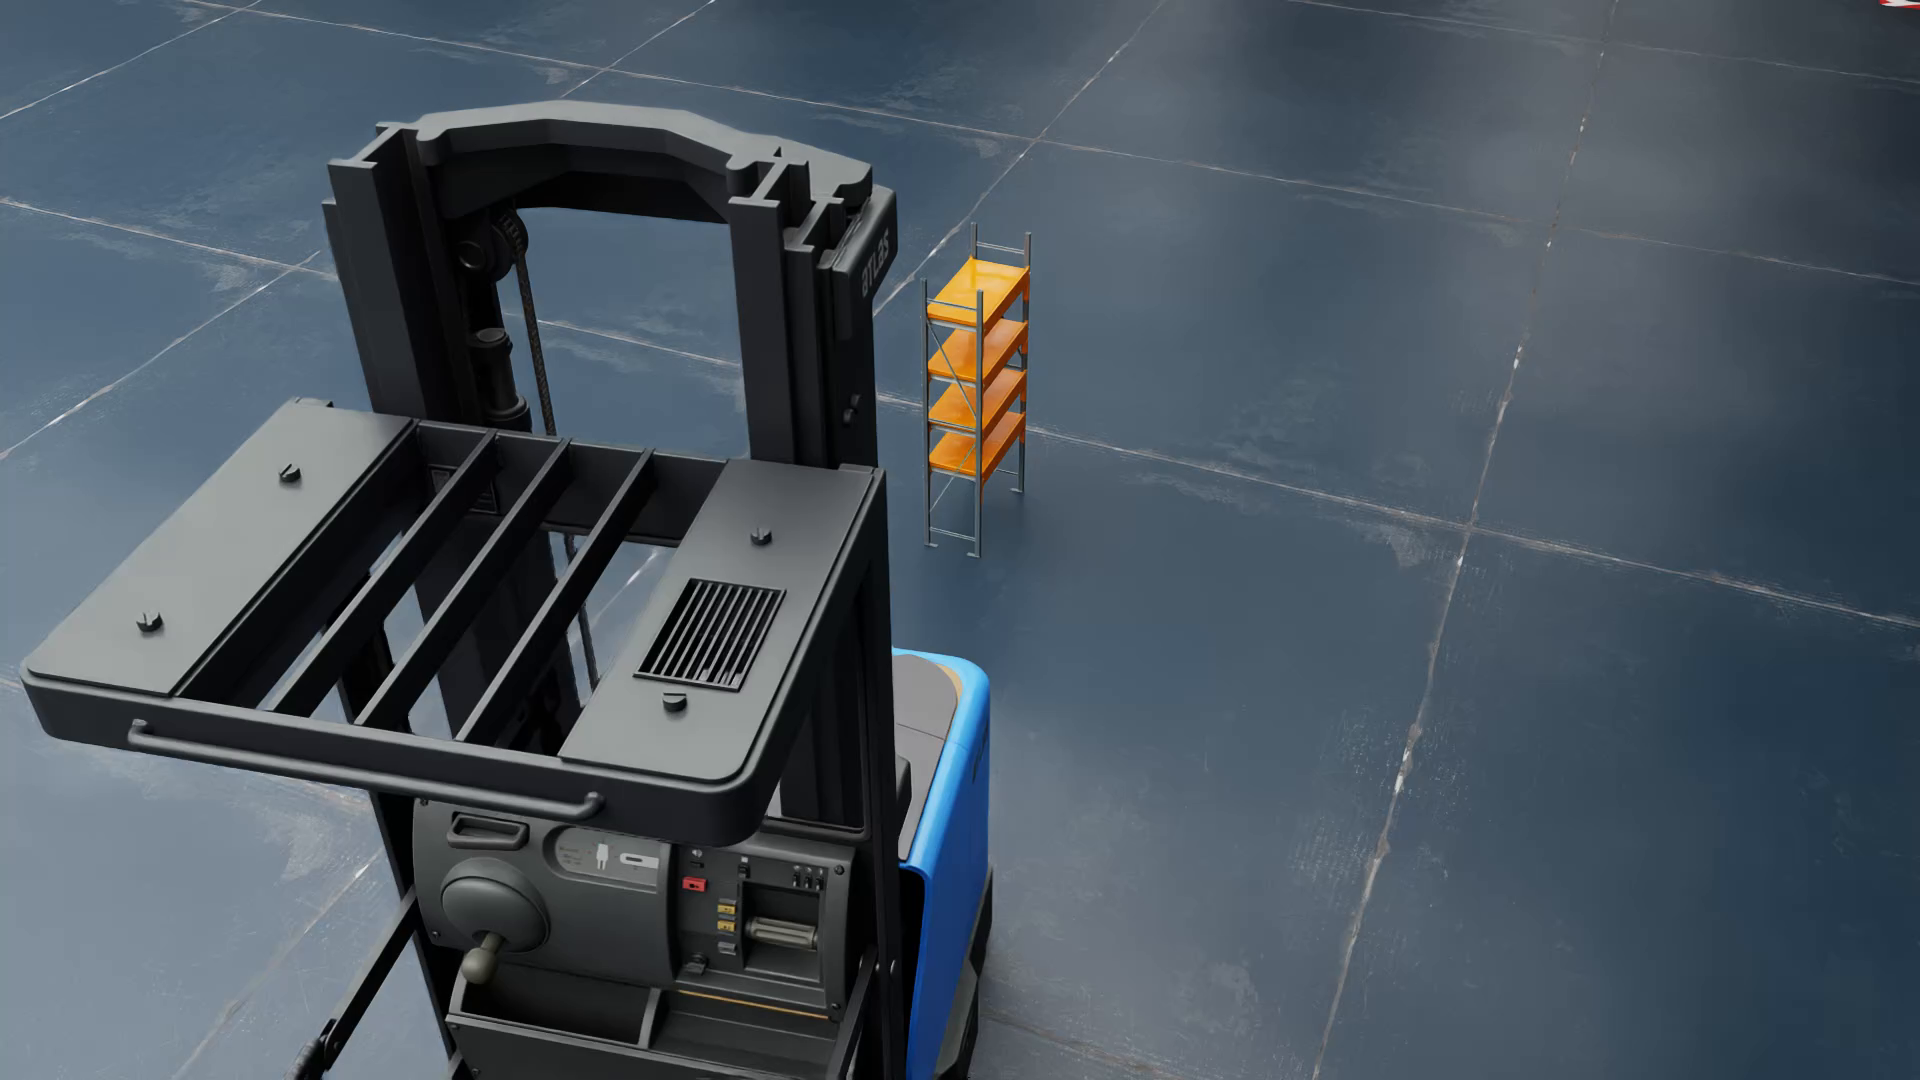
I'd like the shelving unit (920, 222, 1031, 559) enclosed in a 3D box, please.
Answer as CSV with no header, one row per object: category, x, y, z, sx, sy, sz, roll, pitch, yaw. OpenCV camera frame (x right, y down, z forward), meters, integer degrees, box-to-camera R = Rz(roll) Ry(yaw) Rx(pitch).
shelving unit,0.063,-0.572,6.513,0.258,1.200,0.503,14,39,18

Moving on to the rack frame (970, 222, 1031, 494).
rack frame,0.156,-0.707,6.694,0.240,1.200,0.015,14,39,18

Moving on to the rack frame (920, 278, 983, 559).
rack frame,-0.030,-0.437,6.333,0.240,1.200,0.015,14,39,18

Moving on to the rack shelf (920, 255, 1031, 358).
rack shelf,0.063,-0.887,6.278,0.258,0.148,0.480,14,39,18

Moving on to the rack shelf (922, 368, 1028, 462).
rack shelf,0.063,-0.518,6.554,0.258,0.148,0.480,14,39,18

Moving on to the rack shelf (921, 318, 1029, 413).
rack shelf,0.063,-0.698,6.420,0.258,0.148,0.480,14,39,18

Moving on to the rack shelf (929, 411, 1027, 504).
rack shelf,0.063,-0.359,6.673,0.258,0.148,0.480,14,39,18

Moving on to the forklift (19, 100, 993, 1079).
forklift,-0.715,0.814,3.212,1.130,2.935,3.031,7,37,10
